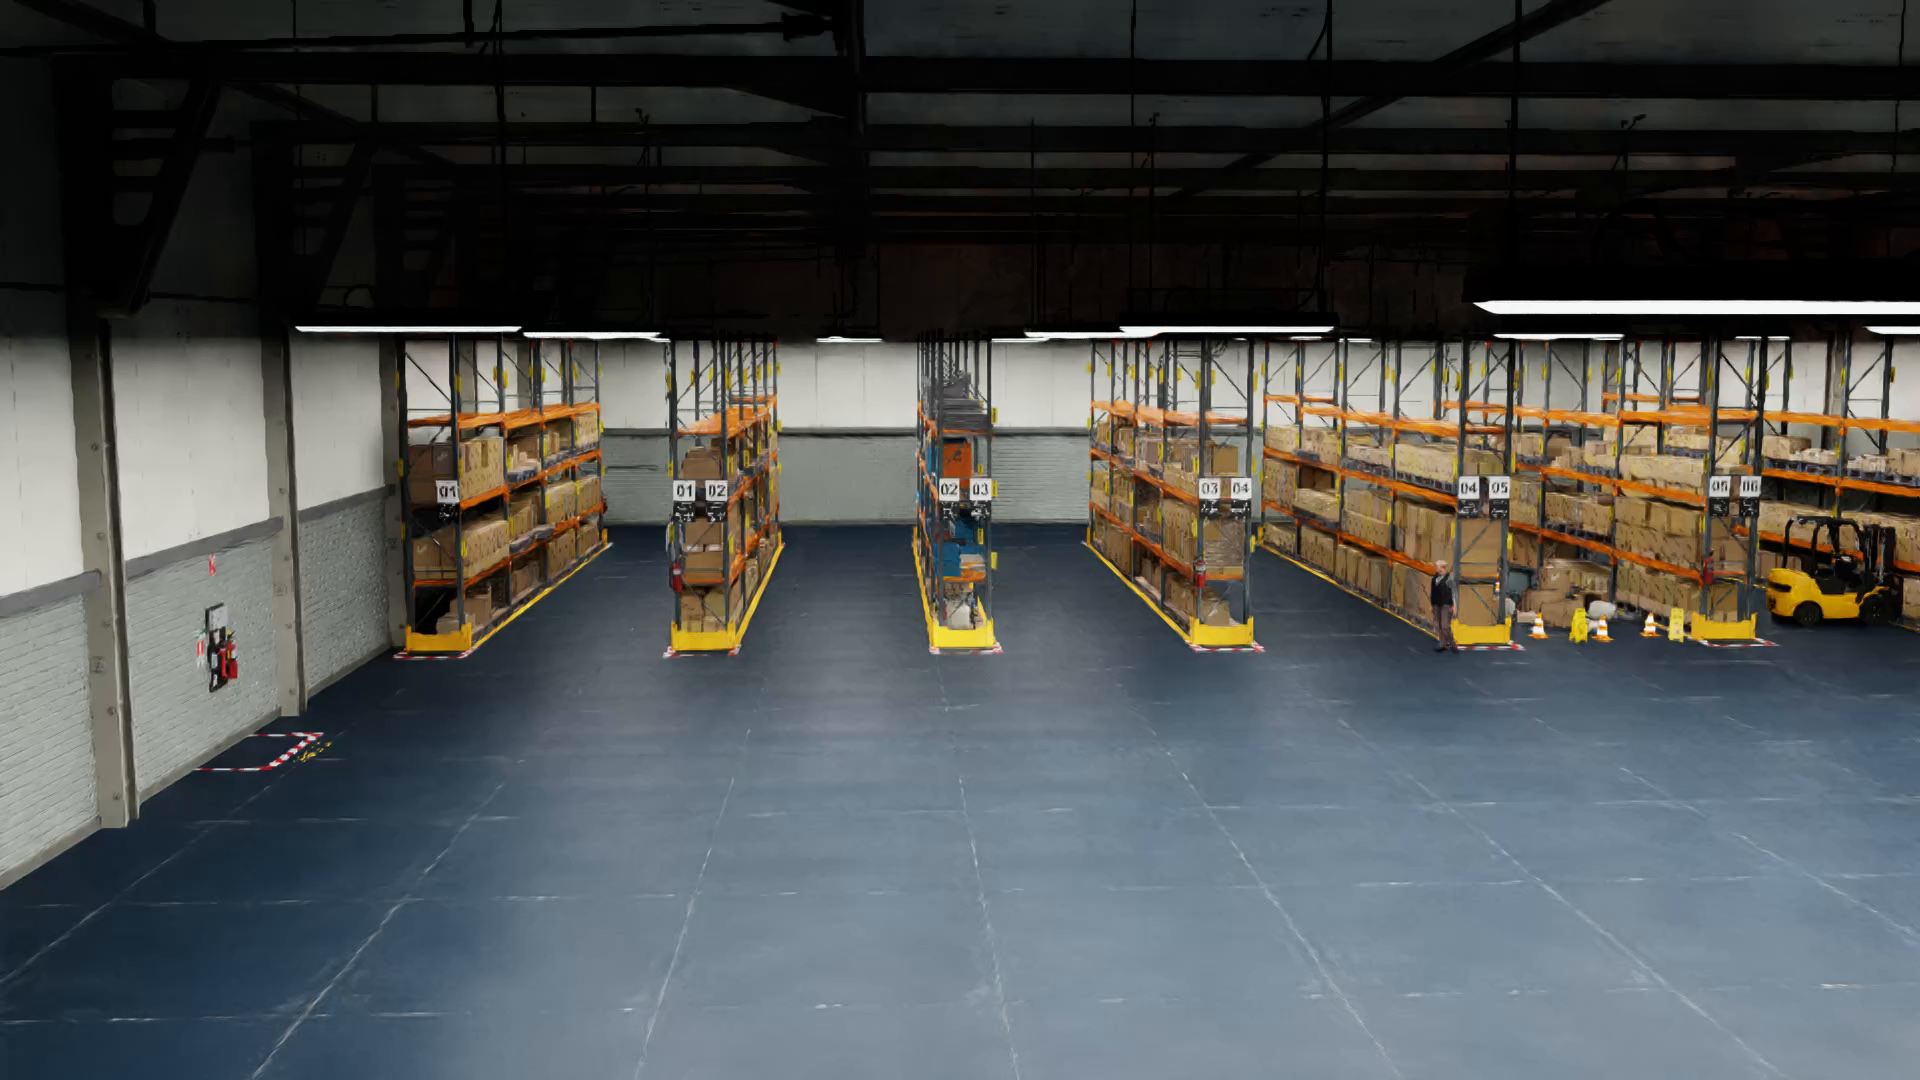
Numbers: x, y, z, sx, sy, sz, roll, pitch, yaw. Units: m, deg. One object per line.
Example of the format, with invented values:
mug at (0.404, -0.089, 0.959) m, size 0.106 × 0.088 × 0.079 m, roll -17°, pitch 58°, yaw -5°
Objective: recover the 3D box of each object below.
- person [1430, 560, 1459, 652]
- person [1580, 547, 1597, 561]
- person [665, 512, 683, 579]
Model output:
person at (8.995, 1.229, 30.900) m, size 0.398 × 1.708 × 0.643 m, roll -5°, pitch 8°, yaw -34°
person at (16.530, -0.337, 43.854) m, size 0.581 × 1.768 × 0.633 m, roll 3°, pitch 7°, yaw 24°
person at (-6.905, 0.157, 40.116) m, size 0.543 × 1.667 × 0.573 m, roll 4°, pitch 8°, yaw 29°
